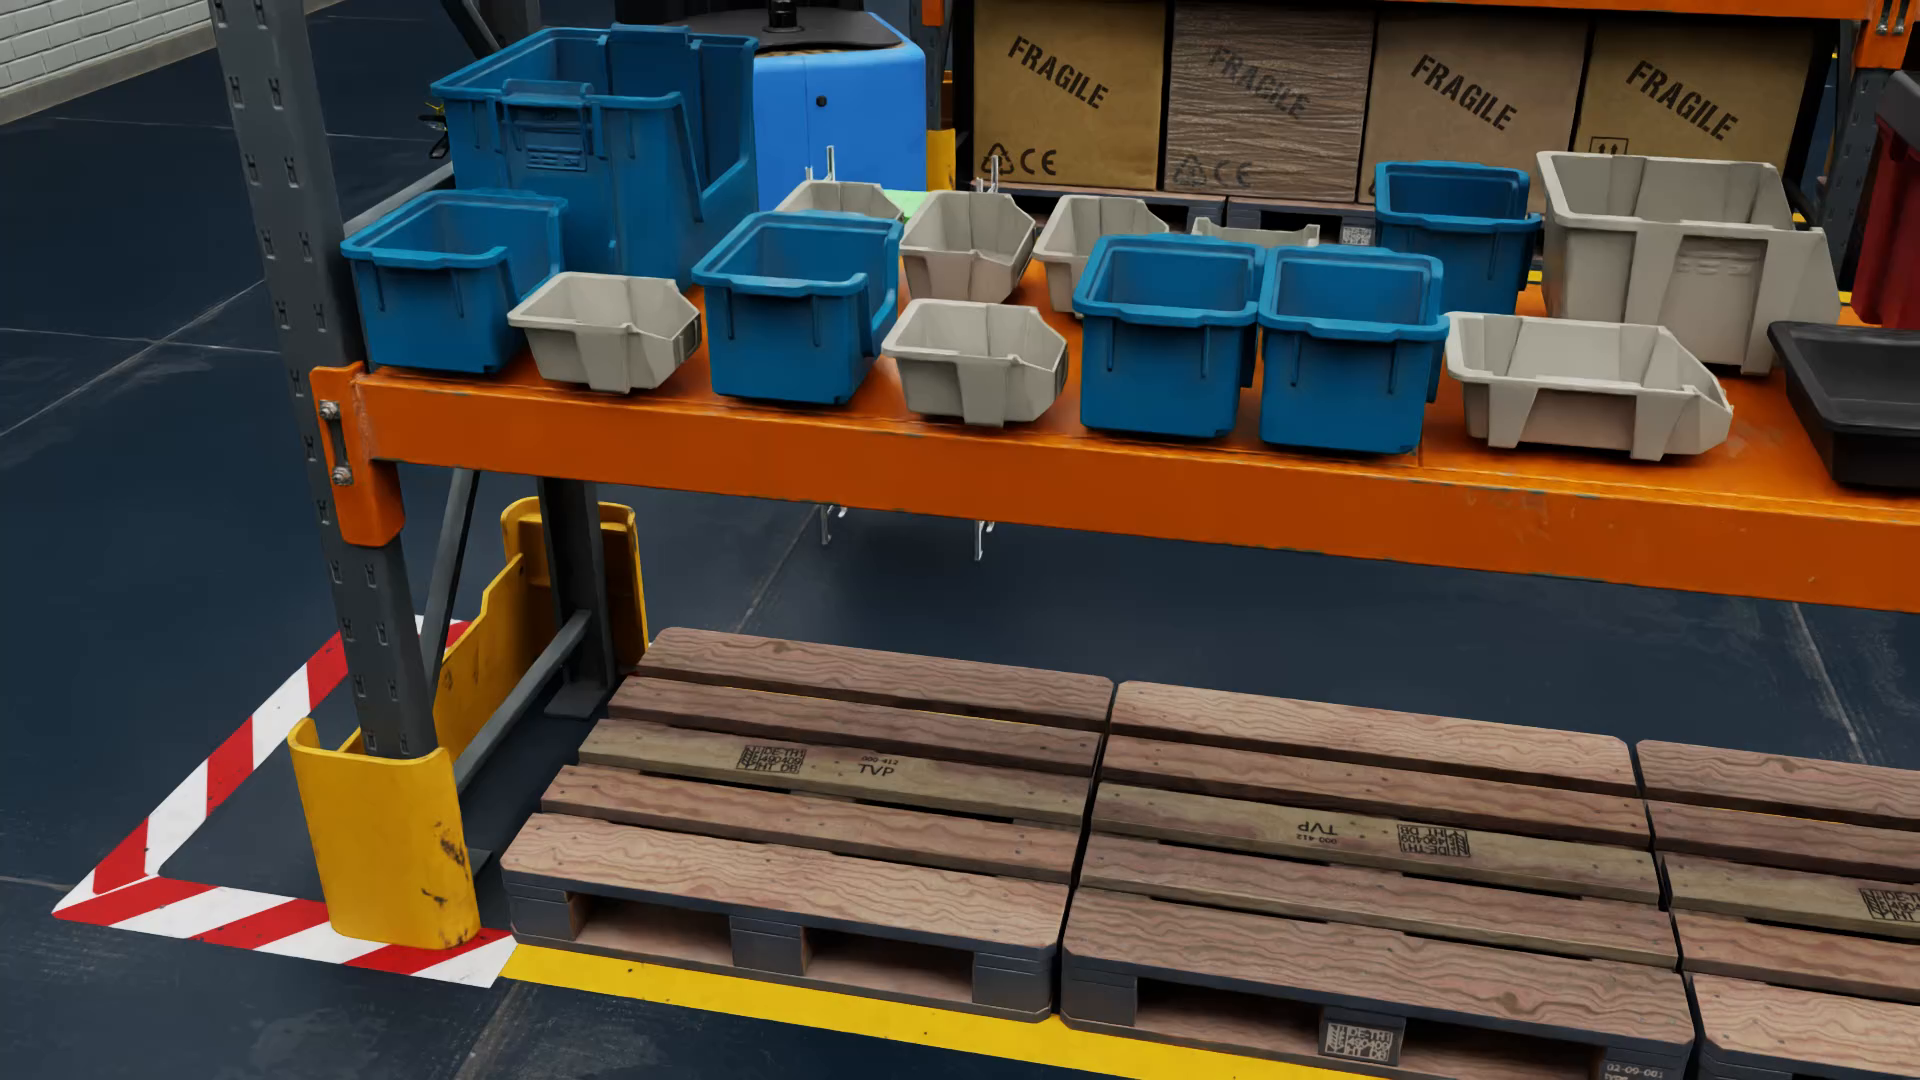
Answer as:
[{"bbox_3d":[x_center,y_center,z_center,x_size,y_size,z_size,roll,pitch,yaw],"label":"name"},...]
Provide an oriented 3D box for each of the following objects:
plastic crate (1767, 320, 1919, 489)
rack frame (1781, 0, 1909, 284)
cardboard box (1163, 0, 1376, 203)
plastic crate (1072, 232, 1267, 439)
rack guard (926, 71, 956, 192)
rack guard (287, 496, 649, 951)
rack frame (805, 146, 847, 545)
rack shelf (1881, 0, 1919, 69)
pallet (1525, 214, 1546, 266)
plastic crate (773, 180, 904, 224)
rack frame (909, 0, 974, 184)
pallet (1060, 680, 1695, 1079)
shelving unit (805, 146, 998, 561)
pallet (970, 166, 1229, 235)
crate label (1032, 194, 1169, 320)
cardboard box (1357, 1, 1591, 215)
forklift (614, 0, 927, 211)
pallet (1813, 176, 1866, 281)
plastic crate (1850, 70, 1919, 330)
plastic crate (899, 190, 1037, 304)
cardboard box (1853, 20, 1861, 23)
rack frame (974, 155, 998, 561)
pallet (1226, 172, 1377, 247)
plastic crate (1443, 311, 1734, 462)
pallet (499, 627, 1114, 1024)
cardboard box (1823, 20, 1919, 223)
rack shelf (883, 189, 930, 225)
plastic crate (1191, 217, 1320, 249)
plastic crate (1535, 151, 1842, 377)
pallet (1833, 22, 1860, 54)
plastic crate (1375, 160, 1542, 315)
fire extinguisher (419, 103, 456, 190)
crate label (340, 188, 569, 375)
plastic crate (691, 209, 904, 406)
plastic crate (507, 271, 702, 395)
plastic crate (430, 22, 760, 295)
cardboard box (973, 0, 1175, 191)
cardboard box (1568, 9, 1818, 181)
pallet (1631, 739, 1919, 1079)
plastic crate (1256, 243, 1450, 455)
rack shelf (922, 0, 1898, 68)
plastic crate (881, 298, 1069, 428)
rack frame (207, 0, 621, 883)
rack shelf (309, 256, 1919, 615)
[{"bbox_3d":[1.663,-0.202,2.720,0.590,0.125,0.437,6,29,11],"label":"plastic crate"},{"bbox_3d":[3.848,-2.636,6.942,0.127,3.000,1.000,6,29,11],"label":"rack frame"},{"bbox_3d":[1.469,-2.172,7.869,0.875,0.875,0.875,6,29,11],"label":"cardboard box"},{"bbox_3d":[0.363,-0.353,2.883,0.300,0.233,0.416,6,29,11],"label":"plastic crate"},{"bbox_3d":[-0.087,-1.944,8.279,0.348,0.500,1.175,6,29,11],"label":"rack guard"},{"bbox_3d":[-1.124,0.389,4.020,0.348,0.500,1.175,6,29,11],"label":"rack guard"},{"bbox_3d":[-0.401,-0.567,5.037,0.015,1.200,0.240,6,29,11],"label":"rack frame"},{"bbox_3d":[5.804,-2.120,6.748,4.000,0.370,1.077,6,29,11],"label":"rack shelf"},{"bbox_3d":[3.121,-1.526,7.818,1.213,0.211,1.003,6,29,11],"label":"pallet"},{"bbox_3d":[-0.262,-0.625,3.481,0.243,0.136,0.396,6,29,11],"label":"plastic crate"},{"bbox_3d":[-0.063,-3.038,7.675,0.127,3.000,1.000,6,29,11],"label":"rack frame"},{"bbox_3d":[0.890,0.736,3.686,1.213,0.211,1.003,6,29,11],"label":"pallet"},{"bbox_3d":[-0.162,-0.543,4.992,0.503,1.200,0.258,6,29,11],"label":"shelving unit"},{"bbox_3d":[0.735,-1.771,8.265,1.213,0.211,1.003,6,29,11],"label":"pallet"},{"bbox_3d":[0.295,-0.573,3.385,0.243,0.136,0.396,6,29,11],"label":"crate label"},{"bbox_3d":[2.339,-2.083,7.706,0.875,0.875,0.875,6,29,11],"label":"cardboard box"},{"bbox_3d":[-1.047,-2.888,7.473,1.130,2.935,3.031,-9,30,-15],"label":"forklift"},{"bbox_3d":[4.619,-1.371,7.535,1.213,0.211,1.003,6,29,11],"label":"pallet"},{"bbox_3d":[1.993,-0.572,3.042,0.583,0.464,0.402,6,29,11],"label":"plastic crate"},{"bbox_3d":[0.018,-0.590,3.415,0.243,0.136,0.396,6,29,11],"label":"plastic crate"},{"bbox_3d":[6.168,-3.792,11.219,0.500,0.500,0.500,7,30,13],"label":"cardboard box"},{"bbox_3d":[0.077,-0.518,4.948,0.015,1.200,0.240,6,29,11],"label":"rack frame"},{"bbox_3d":[1.924,-1.648,8.040,1.213,0.211,1.003,6,29,11],"label":"pallet"},{"bbox_3d":[1.048,-0.254,2.803,0.466,0.136,0.293,6,29,11],"label":"plastic crate"},{"bbox_3d":[-0.299,0.613,3.911,1.213,0.211,1.003,6,29,11],"label":"pallet"},{"bbox_3d":[4.478,-1.834,7.251,0.875,0.875,1.225,6,29,11],"label":"cardboard box"},{"bbox_3d":[-0.162,-0.908,4.792,0.480,0.148,0.258,6,29,11],"label":"rack shelf"},{"bbox_3d":[0.589,-0.552,3.347,0.250,0.136,0.298,6,29,11],"label":"plastic crate"},{"bbox_3d":[1.359,-0.524,3.145,0.530,0.282,0.437,6,29,11],"label":"plastic crate"},{"bbox_3d":[5.745,-3.655,11.707,1.213,0.211,1.003,6,29,11],"label":"pallet"},{"bbox_3d":[0.964,-0.579,3.296,0.300,0.233,0.416,6,29,11],"label":"plastic crate"},{"bbox_3d":[-1.150,-0.743,3.952,0.183,0.674,0.296,6,29,11],"label":"fire extinguisher"},{"bbox_3d":[-0.925,-0.485,3.124,0.303,0.233,0.416,6,29,11],"label":"crate label"},{"bbox_3d":[-0.281,-0.419,3.004,0.300,0.233,0.416,6,29,11],"label":"plastic crate"},{"bbox_3d":[-0.629,-0.372,3.018,0.298,0.136,0.250,6,29,11],"label":"plastic crate"},{"bbox_3d":[-0.731,-0.807,3.502,0.499,0.435,0.616,6,29,11],"label":"plastic crate"},{"bbox_3d":[0.579,-2.263,8.035,0.875,0.875,0.875,6,29,11],"label":"cardboard box"},{"bbox_3d":[3.220,-1.992,7.541,0.875,0.875,0.875,6,29,11],"label":"cardboard box"},{"bbox_3d":[2.087,0.857,3.464,1.213,0.211,1.003,6,29,11],"label":"pallet"},{"bbox_3d":[0.656,-0.323,2.828,0.300,0.233,0.416,6,29,11],"label":"plastic crate"},{"bbox_3d":[1.892,-2.521,7.481,4.000,0.370,1.077,6,29,11],"label":"rack shelf"},{"bbox_3d":[0.035,-0.304,2.893,0.298,0.136,0.250,6,29,11],"label":"plastic crate"},{"bbox_3d":[-1.098,-0.711,3.426,0.127,3.000,1.000,6,29,11],"label":"rack frame"},{"bbox_3d":[0.858,-0.195,3.232,4.000,0.370,1.077,6,29,11],"label":"rack shelf"}]
